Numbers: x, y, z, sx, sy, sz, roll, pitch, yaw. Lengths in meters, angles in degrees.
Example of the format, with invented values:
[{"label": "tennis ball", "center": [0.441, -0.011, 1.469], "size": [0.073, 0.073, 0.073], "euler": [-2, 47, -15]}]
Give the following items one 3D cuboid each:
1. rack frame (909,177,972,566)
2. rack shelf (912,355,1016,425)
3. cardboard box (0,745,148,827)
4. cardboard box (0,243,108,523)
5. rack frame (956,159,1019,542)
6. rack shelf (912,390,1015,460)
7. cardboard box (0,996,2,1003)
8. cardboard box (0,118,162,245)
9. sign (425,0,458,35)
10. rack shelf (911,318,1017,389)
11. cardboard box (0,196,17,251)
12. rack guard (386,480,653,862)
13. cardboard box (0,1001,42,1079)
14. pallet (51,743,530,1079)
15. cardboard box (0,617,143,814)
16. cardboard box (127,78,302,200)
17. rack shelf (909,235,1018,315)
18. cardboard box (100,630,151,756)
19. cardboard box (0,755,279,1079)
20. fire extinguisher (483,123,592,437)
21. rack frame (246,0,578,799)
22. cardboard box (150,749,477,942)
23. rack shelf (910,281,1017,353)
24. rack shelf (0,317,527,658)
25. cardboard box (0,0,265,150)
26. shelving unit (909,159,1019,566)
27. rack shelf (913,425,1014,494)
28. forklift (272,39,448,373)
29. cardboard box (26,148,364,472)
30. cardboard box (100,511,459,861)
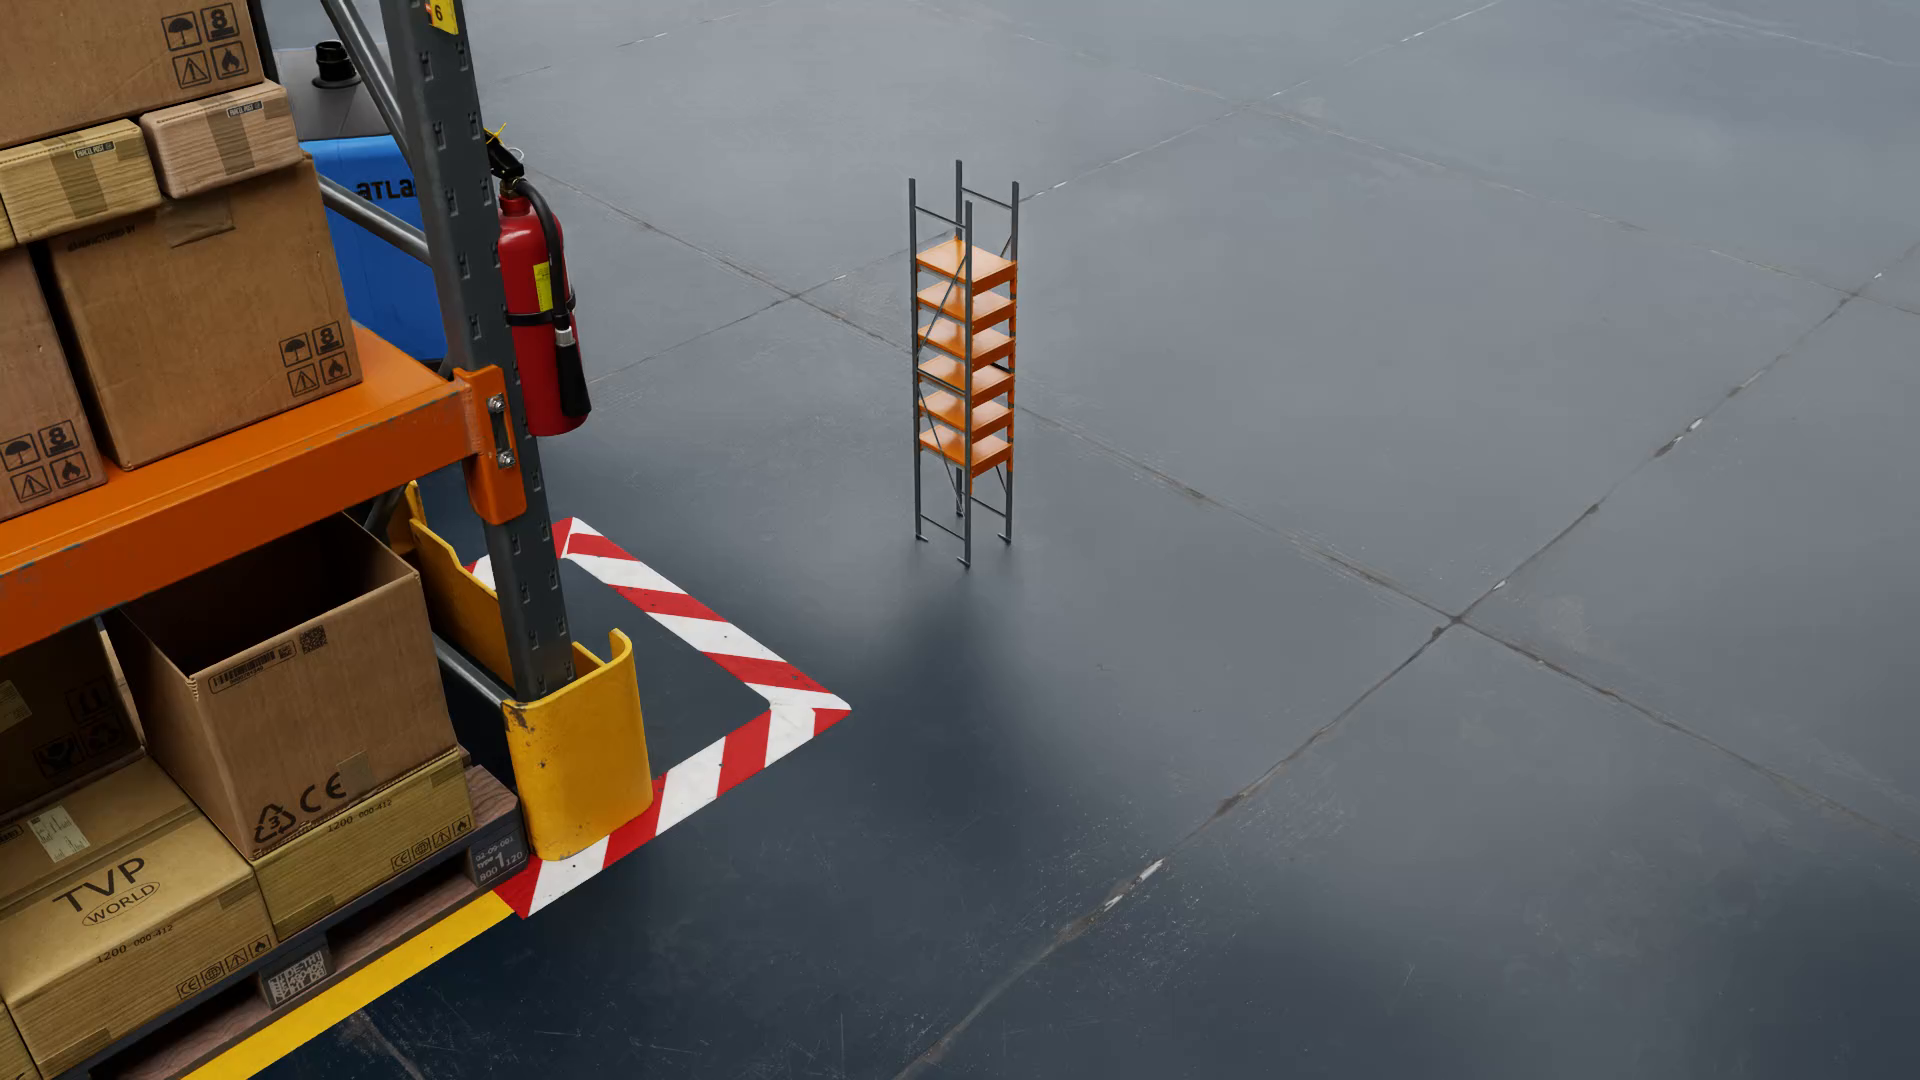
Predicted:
[{"label": "rack frame", "center": [-0.054, -0.461, 4.862], "size": [0.240, 1.200, 0.006], "euler": [30, 45, 35]}, {"label": "rack shelf", "center": [0.010, -0.462, 4.941], "size": [0.258, 0.103, 0.180], "euler": [30, 45, 35]}, {"label": "cardboard box", "center": [-2.202, 0.573, 3.843], "size": [0.500, 0.250, 0.500], "euler": [30, 45, 35]}, {"label": "cardboard box", "center": [-2.021, -0.357, 3.052], "size": [0.500, 0.500, 0.700], "euler": [-29, 44, -35]}, {"label": "rack frame", "center": [0.075, -0.535, 4.968], "size": [0.240, 1.200, 0.006], "euler": [30, 45, 35]}, {"label": "rack shelf", "center": [0.010, -0.363, 5.009], "size": [0.258, 0.103, 0.180], "euler": [30, 45, 35]}, {"label": "cardboard box", "center": [-2.177, 0.682, 3.031], "size": [0.500, 0.500, 0.500], "euler": [30, 45, 35]}, {"label": "cardboard box", "center": [-1.634, -0.684, 2.954], "size": [0.250, 0.149, 0.380], "euler": [-29, 44, -35]}, {"label": "sign", "center": [-0.941, -1.063, 2.933], "size": [0.100, 0.325, 0.005], "euler": [30, 45, 35]}, {"label": "rack shelf", "center": [0.010, -0.560, 4.872], "size": [0.258, 0.103, 0.180], "euler": [30, 45, 35]}, {"label": "cardboard box", "center": [-1.814, -0.580, 2.805], "size": [0.380, 0.149, 0.250], "euler": [29, 44, 35]}, {"label": "rack guard", "center": [-1.300, 0.300, 4.383], "size": [1.175, 0.500, 0.348], "euler": [30, 45, 35]}, {"label": "cardboard box", "center": [-2.179, 0.988, 3.247], "size": [0.500, 0.250, 0.500], "euler": [30, 45, 35]}, {"label": "pallet", "center": [-1.826, 0.756, 3.982], "size": [1.003, 0.211, 1.213], "euler": [30, 45, 35]}, {"label": "cardboard box", "center": [-2.203, 0.264, 3.630], "size": [0.500, 0.500, 0.500], "euler": [30, 45, 35]}, {"label": "cardboard box", "center": [-1.450, -0.791, 3.107], "size": [0.380, 0.149, 0.250], "euler": [29, 44, 35]}, {"label": "rack shelf", "center": [0.010, -0.757, 4.735], "size": [0.258, 0.103, 0.180], "euler": [30, 45, 35]}, {"label": "cardboard box", "center": [-1.852, 0.368, 4.137], "size": [0.500, 0.250, 0.500], "euler": [30, 45, 35]}, {"label": "cardboard box", "center": [-1.828, 0.785, 3.539], "size": [0.500, 0.250, 0.500], "euler": [30, 45, 35]}, {"label": "fire extinguisher", "center": [-0.904, -0.545, 3.476], "size": [0.296, 0.674, 0.183], "euler": [30, 45, 35]}, {"label": "rack frame", "center": [-1.317, -0.715, 3.654], "size": [1.000, 3.000, 0.127], "euler": [30, 45, 35]}, {"label": "cardboard box", "center": [-1.485, 0.577, 3.837], "size": [0.500, 0.250, 0.500], "euler": [30, 45, 35]}, {"label": "rack shelf", "center": [0.010, -0.658, 4.803], "size": [0.258, 0.103, 0.180], "euler": [30, 45, 35]}, {"label": "rack shelf", "center": [-2.726, 0.391, 2.695], "size": [1.077, 0.370, 4.000], "euler": [30, 45, 35]}, {"label": "cardboard box", "center": [-1.692, -1.083, 2.959], "size": [0.500, 0.500, 0.700], "euler": [-30, 45, -35]}, {"label": "shelving unit", "center": [0.010, -0.498, 4.915], "size": [0.258, 1.200, 0.189], "euler": [30, 45, 35]}, {"label": "rack shelf", "center": [0.010, -0.265, 5.078], "size": [0.258, 0.103, 0.180], "euler": [30, 45, 35]}, {"label": "forklift", "center": [-3.143, -1.680, 5.097], "size": [3.031, 2.935, 1.130], "euler": [-7, 36, -10]}, {"label": "cardboard box", "center": [-1.654, -0.572, 3.361], "size": [0.700, 0.500, 0.500], "euler": [30, 45, 35]}, {"label": "cardboard box", "center": [-1.483, 0.270, 3.621], "size": [0.500, 0.500, 0.500], "euler": [30, 45, 35]}]
